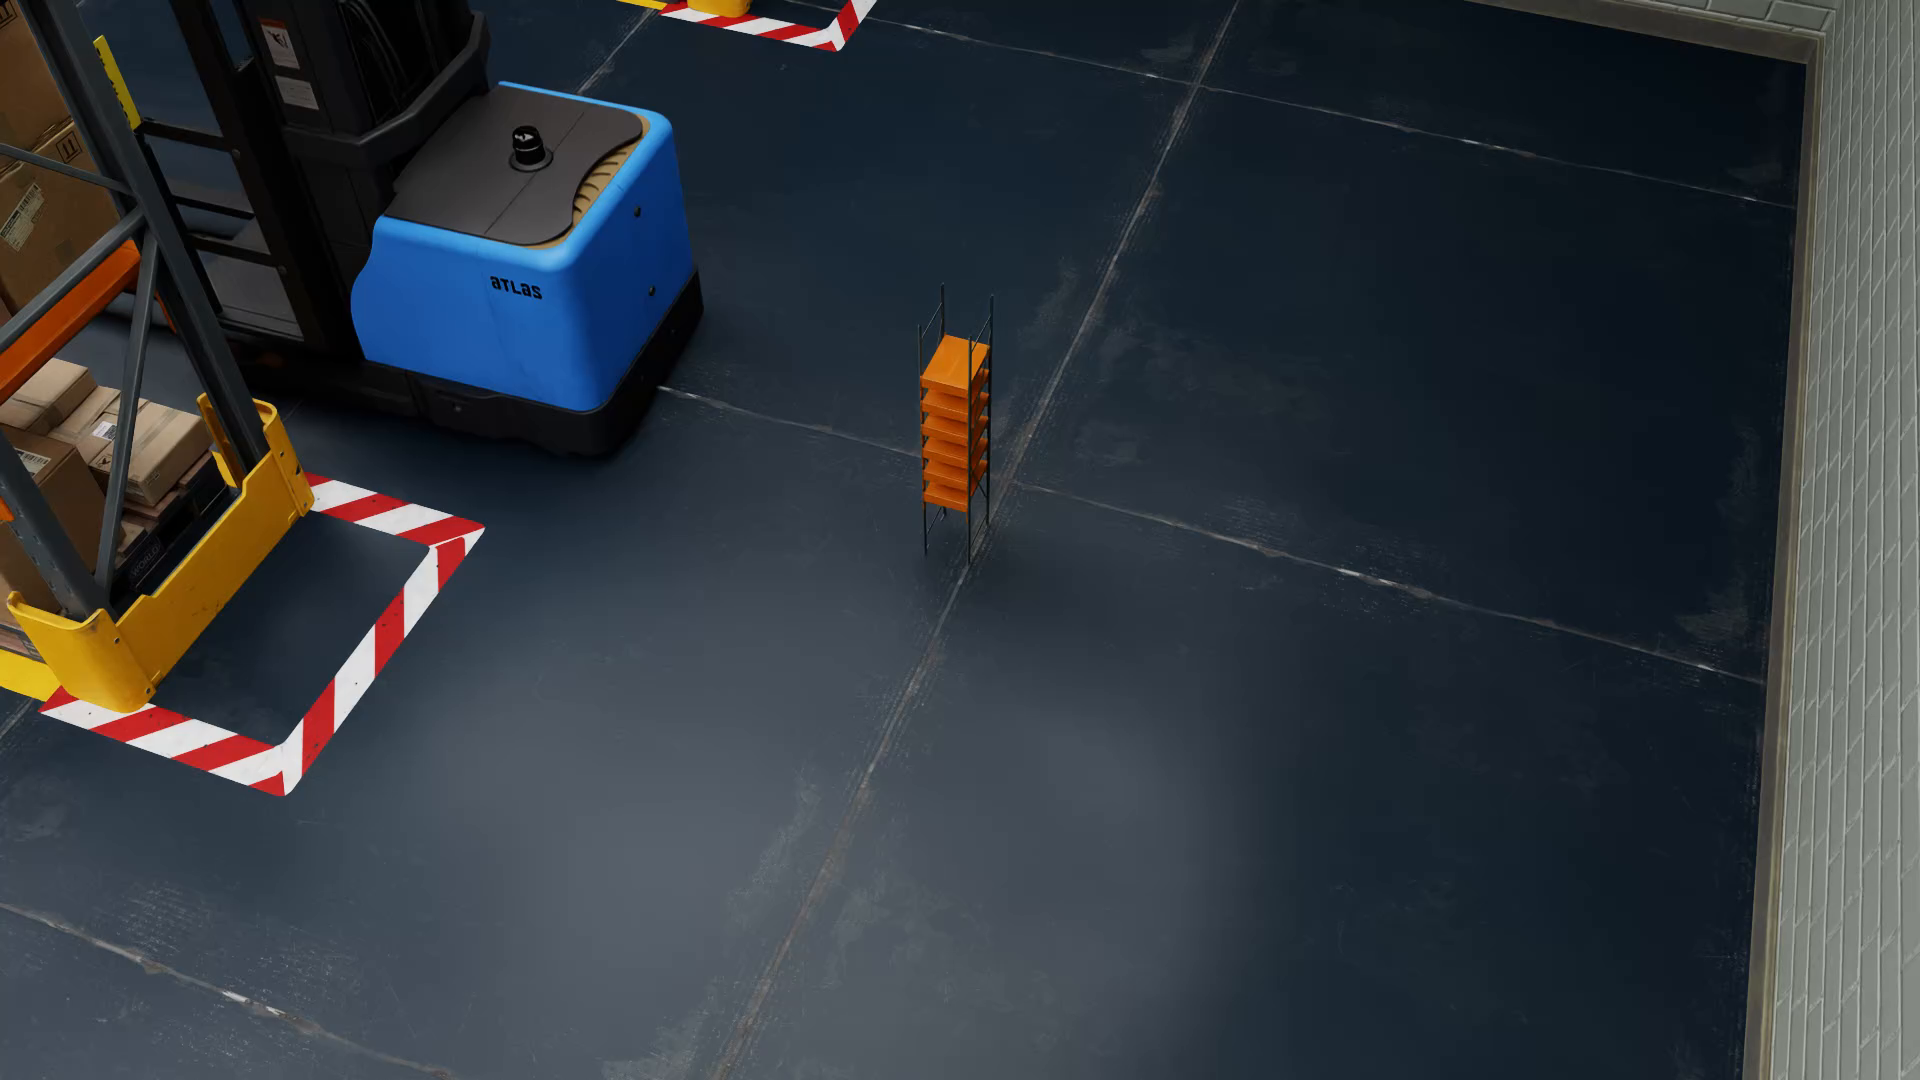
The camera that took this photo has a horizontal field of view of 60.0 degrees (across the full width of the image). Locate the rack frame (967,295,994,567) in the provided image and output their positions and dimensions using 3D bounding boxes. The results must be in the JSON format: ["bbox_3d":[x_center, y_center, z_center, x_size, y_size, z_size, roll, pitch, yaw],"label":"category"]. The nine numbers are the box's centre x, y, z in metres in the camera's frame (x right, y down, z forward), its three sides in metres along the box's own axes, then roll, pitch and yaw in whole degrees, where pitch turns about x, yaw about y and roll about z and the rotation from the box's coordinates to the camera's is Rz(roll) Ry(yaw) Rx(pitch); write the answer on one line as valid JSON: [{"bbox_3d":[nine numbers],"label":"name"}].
[{"bbox_3d":[0.072,-0.373,6.146,0.006,1.200,0.240,16,51,13],"label":"rack frame"}]

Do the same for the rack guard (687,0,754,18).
[{"bbox_3d":[-1.159,-3.462,9.286,0.348,0.500,1.175,16,51,13],"label":"rack guard"}]

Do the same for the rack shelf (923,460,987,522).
[{"bbox_3d":[-0.014,-0.210,6.381,0.180,0.103,0.258,16,51,13],"label":"rack shelf"}]

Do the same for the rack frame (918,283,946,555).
[{"bbox_3d":[-0.099,-0.421,6.187,0.006,1.200,0.240,16,51,13],"label":"rack frame"}]

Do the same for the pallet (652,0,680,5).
[{"bbox_3d":[-1.958,-3.528,9.535,1.213,0.211,1.003,16,51,13],"label":"pallet"}]

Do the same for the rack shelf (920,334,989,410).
[{"bbox_3d":[-0.014,-0.603,5.928,0.180,0.103,0.258,16,51,13],"label":"rack shelf"}]

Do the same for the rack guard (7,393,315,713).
[{"bbox_3d":[-2.966,0.024,6.265,0.348,0.500,1.175,16,51,13],"label":"rack guard"}]

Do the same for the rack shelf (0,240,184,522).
[{"bbox_3d":[-4.770,-1.063,6.029,4.000,0.370,1.077,16,51,13],"label":"rack shelf"}]

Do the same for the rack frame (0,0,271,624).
[{"bbox_3d":[-2.894,-0.775,5.303,0.127,3.000,1.000,16,51,13],"label":"rack frame"}]

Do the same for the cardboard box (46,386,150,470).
[{"bbox_3d":[-3.402,-0.410,6.570,0.250,0.166,0.380,16,51,13],"label":"cardboard box"}]

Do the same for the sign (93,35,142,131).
[{"bbox_3d":[-2.706,-1.443,5.309,0.005,0.325,0.100,16,51,13],"label":"sign"}]

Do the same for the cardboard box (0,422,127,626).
[{"bbox_3d":[-3.490,-0.068,6.054,0.500,0.500,0.500,16,51,13],"label":"cardboard box"}]

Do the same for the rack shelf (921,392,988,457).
[{"bbox_3d":[-0.014,-0.446,6.109,0.180,0.103,0.258,16,51,13],"label":"rack shelf"}]

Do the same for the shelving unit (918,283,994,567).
[{"bbox_3d":[-0.014,-0.397,6.166,0.189,1.200,0.258,16,51,13],"label":"shelving unit"}]

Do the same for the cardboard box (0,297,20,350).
[{"bbox_3d":[-3.409,-0.732,5.200,0.500,0.500,0.500,17,51,14],"label":"cardboard box"}]

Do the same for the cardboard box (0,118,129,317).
[{"bbox_3d":[-3.219,-1.111,5.528,0.500,0.500,0.500,17,51,14],"label":"cardboard box"}]

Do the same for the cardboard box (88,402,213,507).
[{"bbox_3d":[-3.168,-0.338,6.520,0.250,0.149,0.380,16,51,13],"label":"cardboard box"}]

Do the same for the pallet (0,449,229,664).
[{"bbox_3d":[-3.714,-0.089,6.555,1.213,0.211,1.003,16,51,13],"label":"pallet"}]

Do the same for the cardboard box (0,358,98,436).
[{"bbox_3d":[-3.775,-0.493,6.587,0.500,0.250,0.500,16,51,13],"label":"cardboard box"}]

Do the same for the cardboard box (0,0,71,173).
[{"bbox_3d":[-3.219,-1.438,5.150,0.500,0.500,0.500,17,51,14],"label":"cardboard box"}]

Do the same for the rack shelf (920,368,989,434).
[{"bbox_3d":[-0.014,-0.525,6.019,0.180,0.103,0.258,16,51,13],"label":"rack shelf"}]

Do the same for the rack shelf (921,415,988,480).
[{"bbox_3d":[-0.014,-0.368,6.200,0.180,0.103,0.258,16,51,13],"label":"rack shelf"}]

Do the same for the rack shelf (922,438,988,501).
[{"bbox_3d":[-0.014,-0.289,6.291,0.180,0.103,0.258,16,51,13],"label":"rack shelf"}]

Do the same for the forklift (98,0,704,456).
[{"bbox_3d":[-2.717,-1.974,6.387,3.031,2.935,1.130,14,51,12],"label":"forklift"}]
